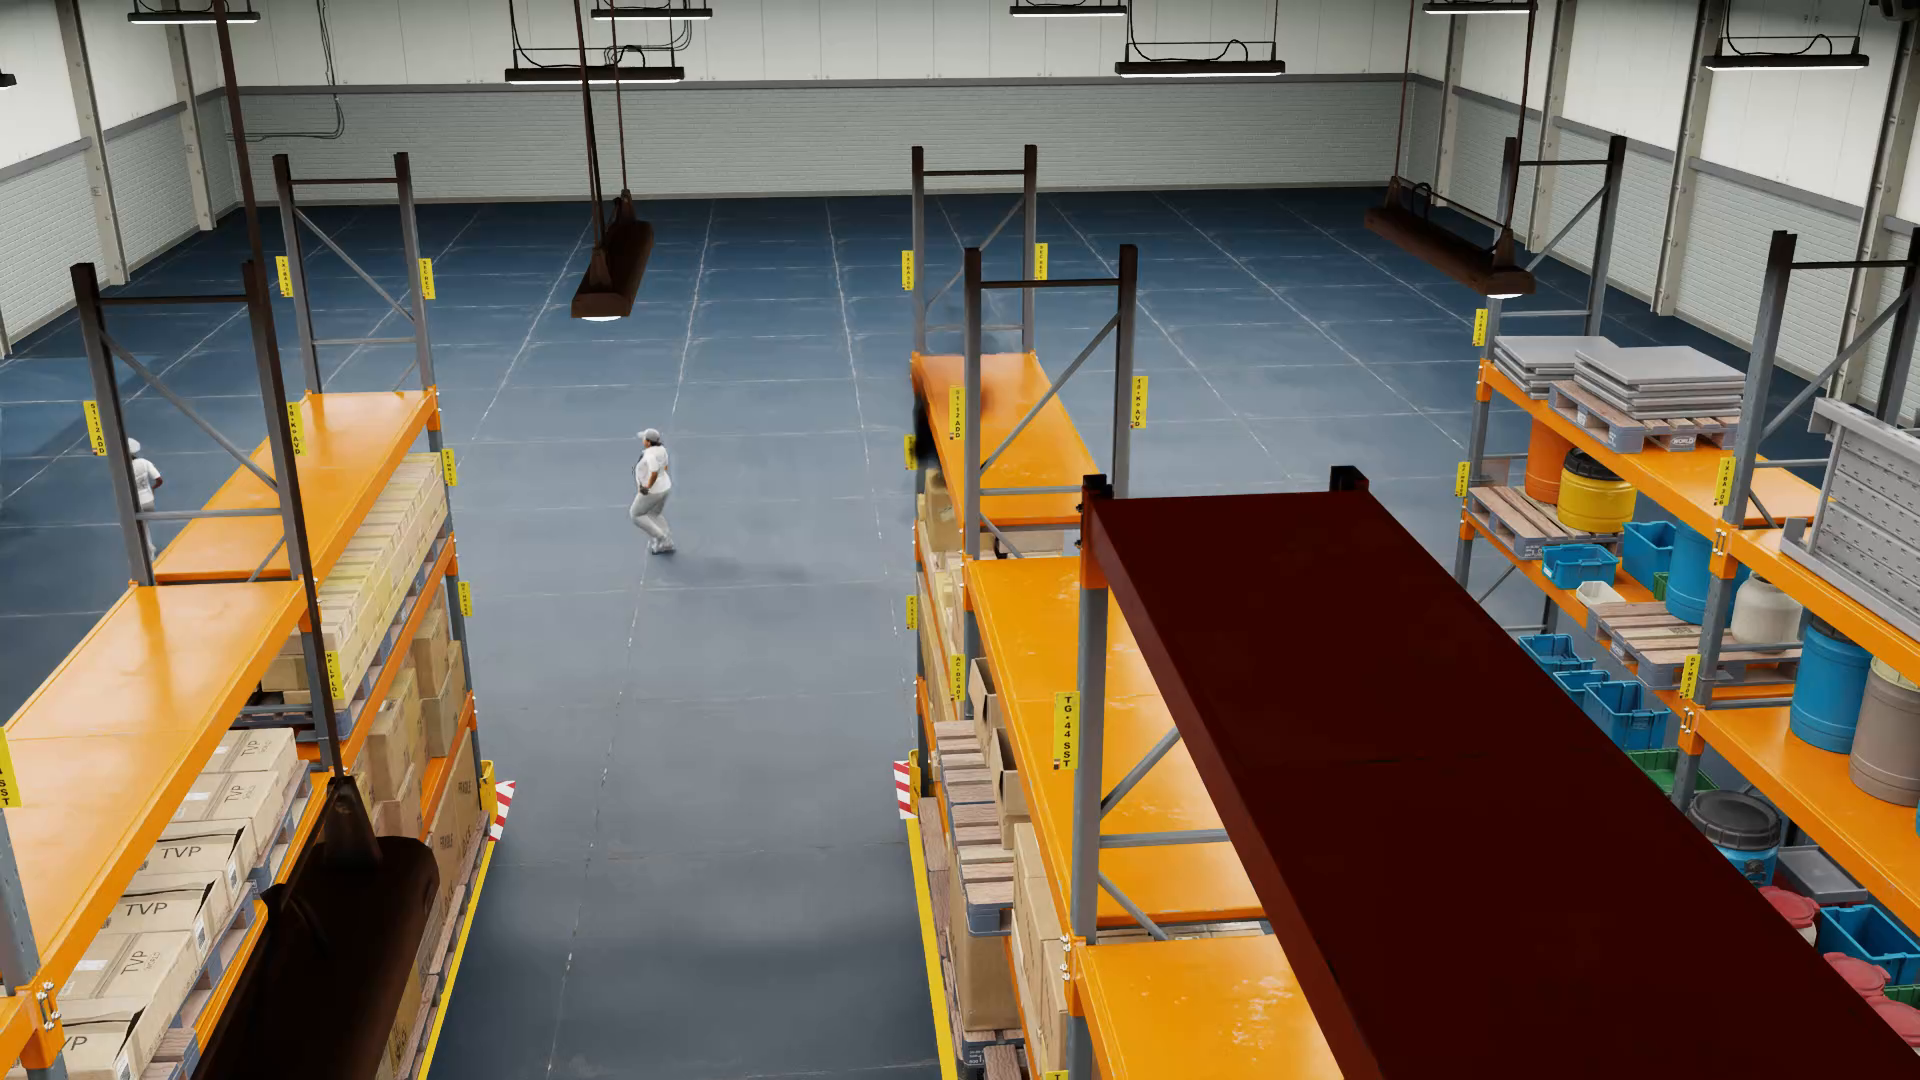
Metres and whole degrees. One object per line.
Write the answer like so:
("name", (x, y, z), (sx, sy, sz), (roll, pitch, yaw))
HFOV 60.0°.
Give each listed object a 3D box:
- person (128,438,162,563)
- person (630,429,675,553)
("person", (-10.153, -0.467, 20.572), (0.658, 1.654, 0.579), (17, 27, 36))
("person", (-3.933, -0.627, 21.020), (0.556, 1.613, 0.588), (7, 23, 18))
